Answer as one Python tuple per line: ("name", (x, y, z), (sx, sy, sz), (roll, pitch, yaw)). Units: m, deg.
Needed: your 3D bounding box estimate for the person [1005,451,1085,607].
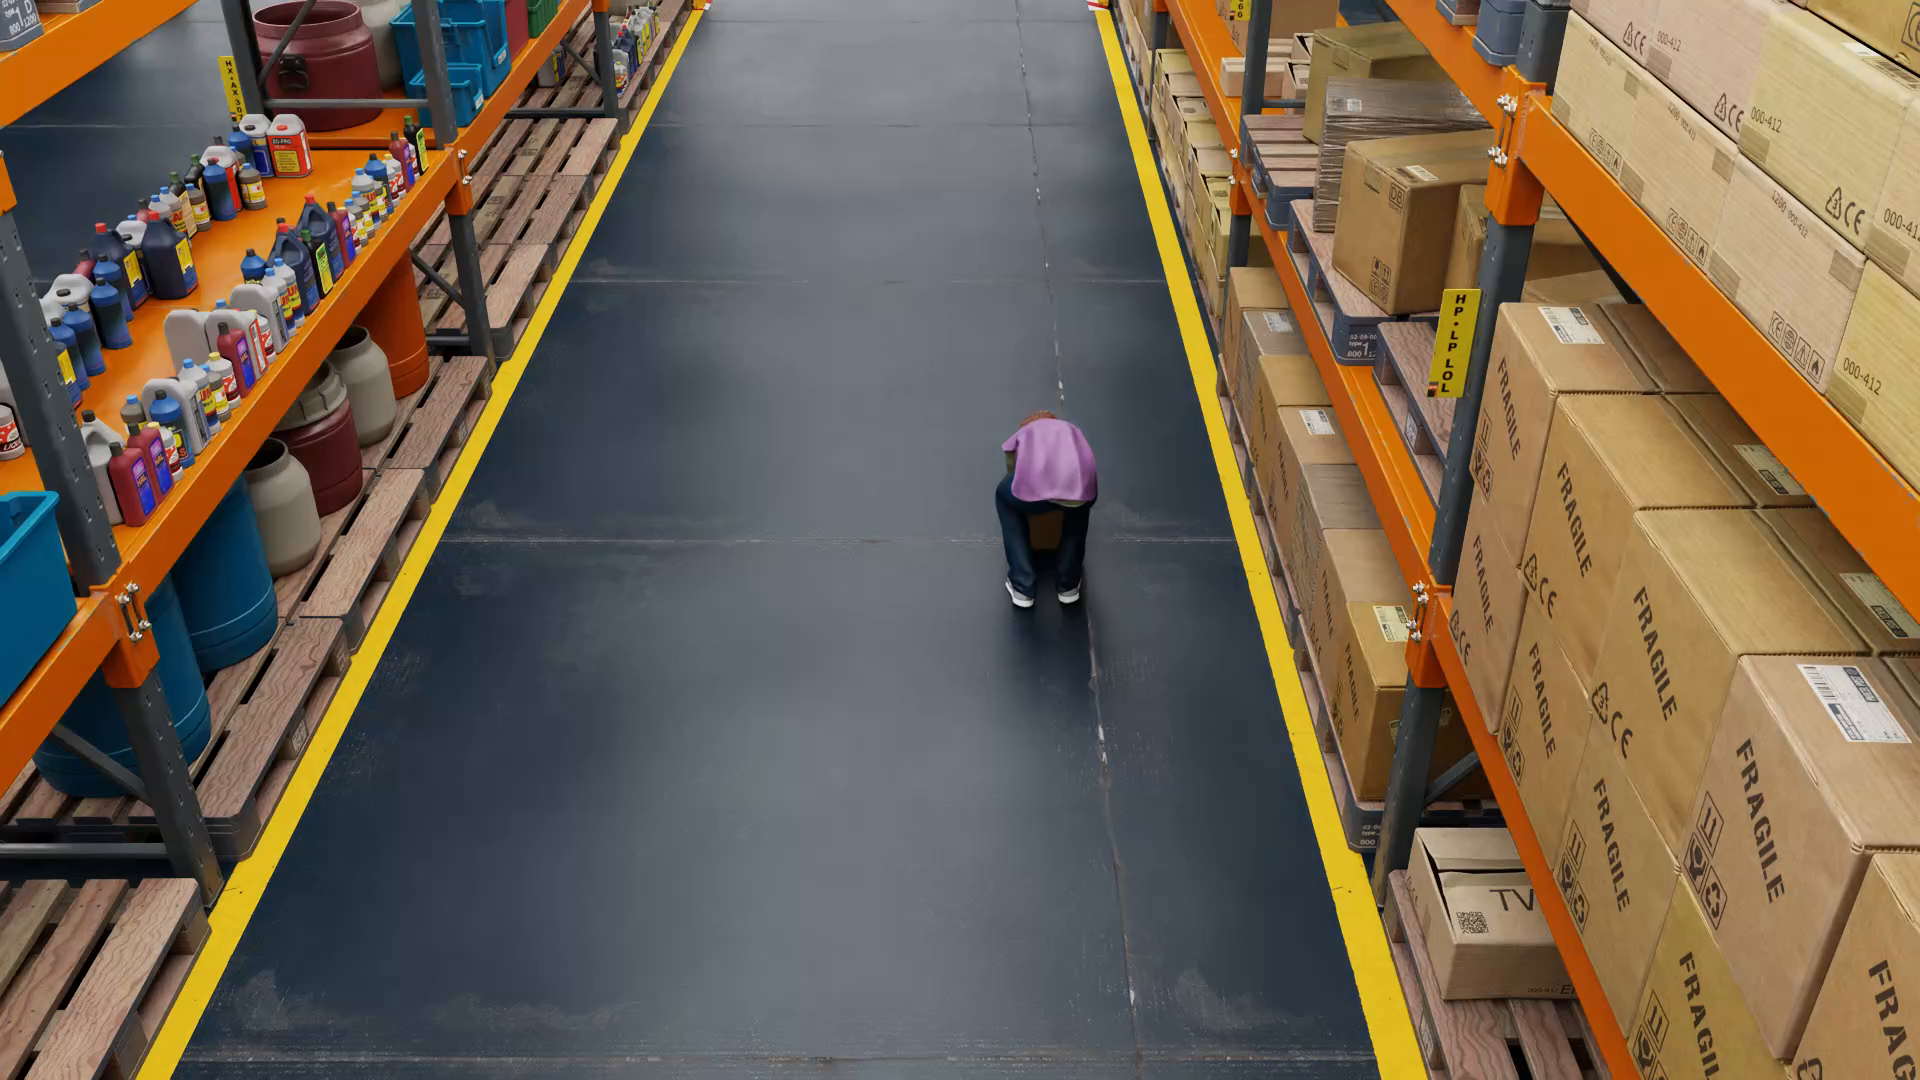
("person", (0.382, -0.137, 7.133), (0.360, 0.782, 0.716), (-2, 32, -2))
